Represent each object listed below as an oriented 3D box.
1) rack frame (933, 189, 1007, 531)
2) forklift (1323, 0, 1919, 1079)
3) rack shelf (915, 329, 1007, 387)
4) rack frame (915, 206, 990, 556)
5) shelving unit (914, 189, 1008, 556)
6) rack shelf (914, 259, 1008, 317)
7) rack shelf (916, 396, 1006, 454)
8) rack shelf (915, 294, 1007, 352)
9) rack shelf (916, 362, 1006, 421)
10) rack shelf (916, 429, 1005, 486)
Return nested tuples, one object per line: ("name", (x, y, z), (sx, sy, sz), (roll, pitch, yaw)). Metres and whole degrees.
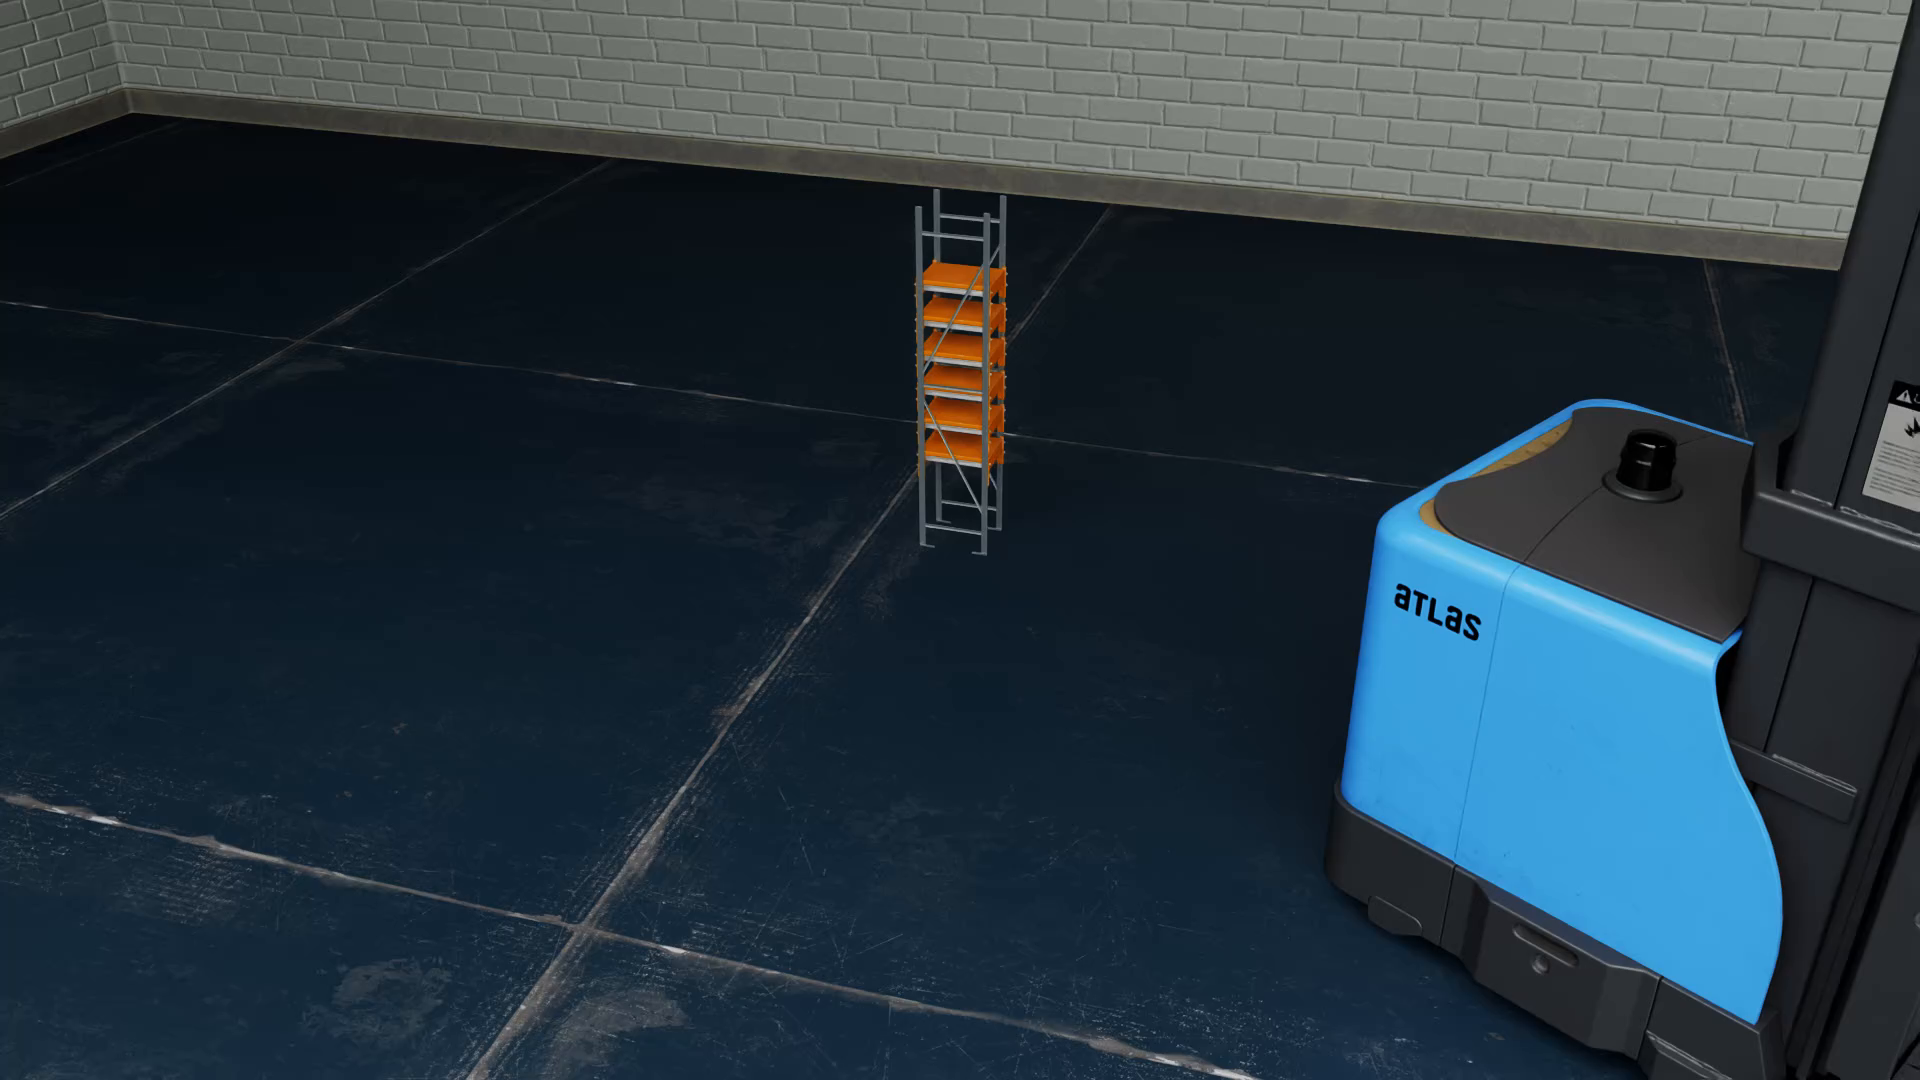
("rack frame", (0.031, -0.574, 5.547), (0.240, 1.200, 0.006), (8, 30, 15))
("forklift", (2.283, -0.042, 2.810), (1.130, 2.935, 3.031), (-25, 38, -37))
("rack shelf", (0.004, -0.597, 5.434), (0.258, 0.103, 0.180), (8, 30, 15))
("rack frame", (-0.023, -0.489, 5.394), (0.240, 1.200, 0.006), (8, 30, 15))
("shelving unit", (0.004, -0.531, 5.470), (0.258, 1.200, 0.189), (8, 30, 15))
("rack shelf", (0.004, -0.807, 5.317), (0.258, 0.103, 0.180), (8, 30, 15))
("rack shelf", (0.004, -0.387, 5.550), (0.258, 0.103, 0.180), (8, 30, 15))
("rack shelf", (0.004, -0.702, 5.375), (0.258, 0.103, 0.180), (8, 30, 15))
("rack shelf", (0.004, -0.492, 5.492), (0.258, 0.103, 0.180), (8, 30, 15))
("rack shelf", (0.004, -0.282, 5.609), (0.258, 0.103, 0.180), (8, 30, 15))
